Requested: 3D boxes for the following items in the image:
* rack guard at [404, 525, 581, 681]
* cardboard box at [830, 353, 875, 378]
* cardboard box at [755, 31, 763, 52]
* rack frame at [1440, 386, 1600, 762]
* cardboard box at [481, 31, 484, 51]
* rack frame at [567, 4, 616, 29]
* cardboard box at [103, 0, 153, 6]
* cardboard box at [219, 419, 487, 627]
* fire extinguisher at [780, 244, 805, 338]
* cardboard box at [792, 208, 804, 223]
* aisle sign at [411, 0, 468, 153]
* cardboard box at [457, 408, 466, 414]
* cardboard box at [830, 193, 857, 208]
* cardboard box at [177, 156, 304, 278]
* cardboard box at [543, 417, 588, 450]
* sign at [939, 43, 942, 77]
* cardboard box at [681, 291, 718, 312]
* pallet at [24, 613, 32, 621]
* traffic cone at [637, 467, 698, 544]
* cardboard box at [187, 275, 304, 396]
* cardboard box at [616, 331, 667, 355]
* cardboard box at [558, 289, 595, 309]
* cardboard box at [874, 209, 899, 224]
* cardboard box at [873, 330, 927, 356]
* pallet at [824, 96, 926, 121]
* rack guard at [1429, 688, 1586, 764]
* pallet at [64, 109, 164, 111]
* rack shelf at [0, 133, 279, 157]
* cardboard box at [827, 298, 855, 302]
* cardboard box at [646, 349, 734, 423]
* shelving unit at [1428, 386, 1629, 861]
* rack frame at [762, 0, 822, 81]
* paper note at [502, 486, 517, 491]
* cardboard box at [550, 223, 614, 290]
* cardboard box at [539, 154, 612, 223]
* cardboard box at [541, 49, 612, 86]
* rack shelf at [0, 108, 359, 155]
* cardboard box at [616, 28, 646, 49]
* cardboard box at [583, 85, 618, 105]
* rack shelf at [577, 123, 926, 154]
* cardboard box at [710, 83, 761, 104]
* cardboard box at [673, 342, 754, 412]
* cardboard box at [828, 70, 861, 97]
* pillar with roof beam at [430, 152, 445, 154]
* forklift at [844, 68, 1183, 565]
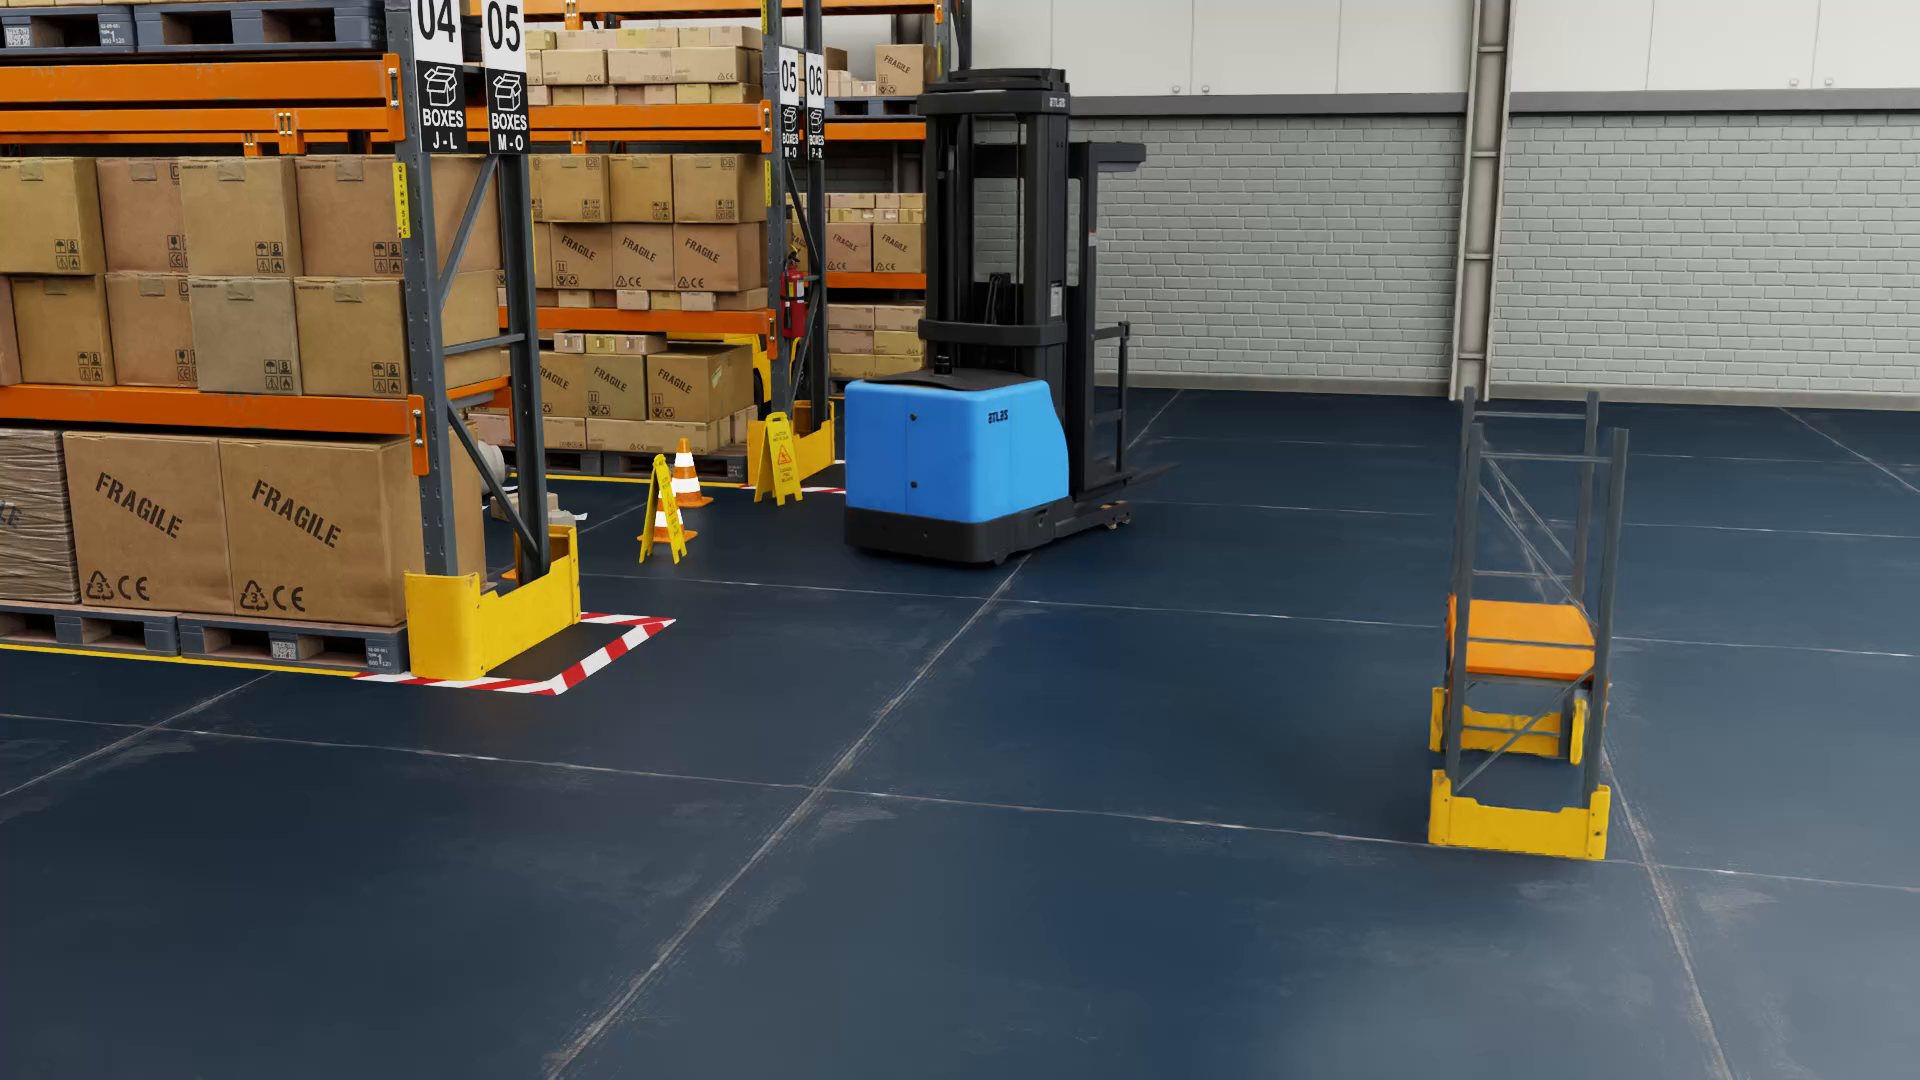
[{"bbox_3d":[-2.303,0.287,8.288,0.348,0.500,1.175,3,13,14],"label":"rack guard"},{"bbox_3d":[-1.065,-1.874,17.632,0.500,0.250,0.500,3,13,14],"label":"cardboard box"},{"bbox_3d":[-1.535,-3.774,12.631,0.250,0.149,0.380,3,13,13],"label":"cardboard box"},{"bbox_3d":[2.219,0.144,6.622,0.500,1.500,0.032,3,13,15],"label":"rack frame"},{"bbox_3d":[-3.617,-3.779,12.654,0.250,0.149,0.380,3,13,13],"label":"cardboard box"},{"bbox_3d":[-3.937,-6.162,17.730,0.127,3.000,1.000,3,13,14],"label":"rack frame"},{"bbox_3d":[-3.719,-2.529,7.664,0.250,0.149,0.380,3,13,13],"label":"cardboard box"},{"bbox_3d":[-3.001,-0.124,8.304,0.875,0.875,0.875,3,13,14],"label":"cardboard box"},{"bbox_3d":[-1.238,-1.841,12.283,0.183,0.674,0.296,3,13,14],"label":"fire extinguisher"},{"bbox_3d":[-1.708,-3.411,17.455,0.250,0.149,0.380,3,13,14],"label":"cardboard box"},{"bbox_3d":[-2.330,-2.137,7.440,0.004,0.787,0.394,3,13,14],"label":"aisle sign"},{"bbox_3d":[-4.091,-1.305,13.337,0.500,0.500,0.500,4,13,16],"label":"cardboard box"},{"bbox_3d":[-1.183,-3.553,17.407,0.250,0.149,0.380,3,13,14],"label":"cardboard box"},{"bbox_3d":[-3.234,-1.572,8.054,0.550,0.550,0.875,3,13,14],"label":"cardboard box"},{"bbox_3d":[-3.098,-0.884,13.171,0.500,0.250,0.500,3,13,12],"label":"cardboard box"},{"bbox_3d":[-0.197,-4.770,16.521,0.005,0.325,0.100,3,13,14],"label":"sign"},{"bbox_3d":[-1.926,-1.823,12.604,0.250,0.149,0.380,3,13,13],"label":"cardboard box"},{"bbox_3d":[-5.491,0.275,9.009,1.213,0.211,1.003,3,13,14],"label":"pallet"},{"bbox_3d":[-1.901,-0.243,10.759,0.334,0.463,0.336,3,13,14],"label":"traffic cone"},{"bbox_3d":[-3.237,-1.042,8.159,0.550,0.550,0.875,3,13,14],"label":"cardboard box"},{"bbox_3d":[-2.451,-1.518,12.802,0.250,0.149,0.380,3,13,15],"label":"cardboard box"},{"bbox_3d":[-2.912,-1.885,12.883,0.250,0.149,0.380,3,13,13],"label":"cardboard box"},{"bbox_3d":[-0.712,-3.357,17.210,0.250,0.149,0.380,3,13,14],"label":"cardboard box"},{"bbox_3d":[-0.600,-2.091,17.460,0.500,0.250,0.500,3,13,13],"label":"cardboard box"},{"bbox_3d":[-0.733,-4.489,17.319,1.213,0.211,1.003,3,13,14],"label":"pallet"},{"bbox_3d":[2.219,0.754,6.757,0.587,0.250,0.087,3,13,15],"label":"rack guard"},{"bbox_3d":[-6.704,-3.669,13.854,1.003,0.211,1.213,3,13,14],"label":"pallet"},{"bbox_3d":[-9.762,-4.657,19.536,4.000,0.370,1.077,3,13,14],"label":"rack shelf"},{"bbox_3d":[-1.443,-2.494,18.120,0.500,0.250,0.500,3,13,13],"label":"cardboard box"},{"bbox_3d":[-2.079,-1.197,12.850,0.500,0.500,0.500,3,13,14],"label":"cardboard box"},{"bbox_3d":[2.085,0.248,6.153,0.587,1.500,1.083,3,13,15],"label":"shelving unit"},{"bbox_3d":[-1.239,-4.910,12.089,0.127,3.000,1.000,3,13,14],"label":"rack frame"},{"bbox_3d":[-3.365,-0.392,12.431,0.148,0.019,0.142,-1,13,-6],"label":"paper note"},{"bbox_3d":[-2.802,-2.199,12.803,0.500,0.500,0.500,3,13,13],"label":"cardboard box"},{"bbox_3d":[-2.796,-2.677,12.647,0.500,0.500,0.700,3,13,13],"label":"cardboard box"},{"bbox_3d":[-2.793,-3.540,12.497,0.500,0.250,0.500,3,13,15],"label":"cardboard box"},{"bbox_3d":[-7.064,-3.406,13.895,4.000,0.370,1.077,3,13,14],"label":"rack shelf"},{"bbox_3d":[-2.365,-3.723,12.401,0.250,0.149,0.380,3,13,14],"label":"cardboard box"},{"bbox_3d":[-2.635,-3.340,12.516,0.250,0.149,0.380,3,13,13],"label":"cardboard box"},{"bbox_3d":[-1.995,-4.242,17.665,4.000,0.370,1.077,3,13,14],"label":"rack shelf"},{"bbox_3d":[-1.652,-3.283,12.259,0.250,0.149,0.380,3,13,14],"label":"cardboard box"},{"bbox_3d":[-1.979,-1.311,13.365,0.500,0.500,0.500,3,13,12],"label":"cardboard box"},{"bbox_3d":[-1.177,-4.670,17.043,0.258,0.266,0.396,3,13,14],"label":"cardboard box"},{"bbox_3d":[-7.370,-5.586,15.134,0.400,9.000,9.100,3,13,14],"label":"pillar with roof beam"},{"bbox_3d":[0.520,-1.550,10.955,1.130,2.935,3.031,8,15,33],"label":"forklift"}]
